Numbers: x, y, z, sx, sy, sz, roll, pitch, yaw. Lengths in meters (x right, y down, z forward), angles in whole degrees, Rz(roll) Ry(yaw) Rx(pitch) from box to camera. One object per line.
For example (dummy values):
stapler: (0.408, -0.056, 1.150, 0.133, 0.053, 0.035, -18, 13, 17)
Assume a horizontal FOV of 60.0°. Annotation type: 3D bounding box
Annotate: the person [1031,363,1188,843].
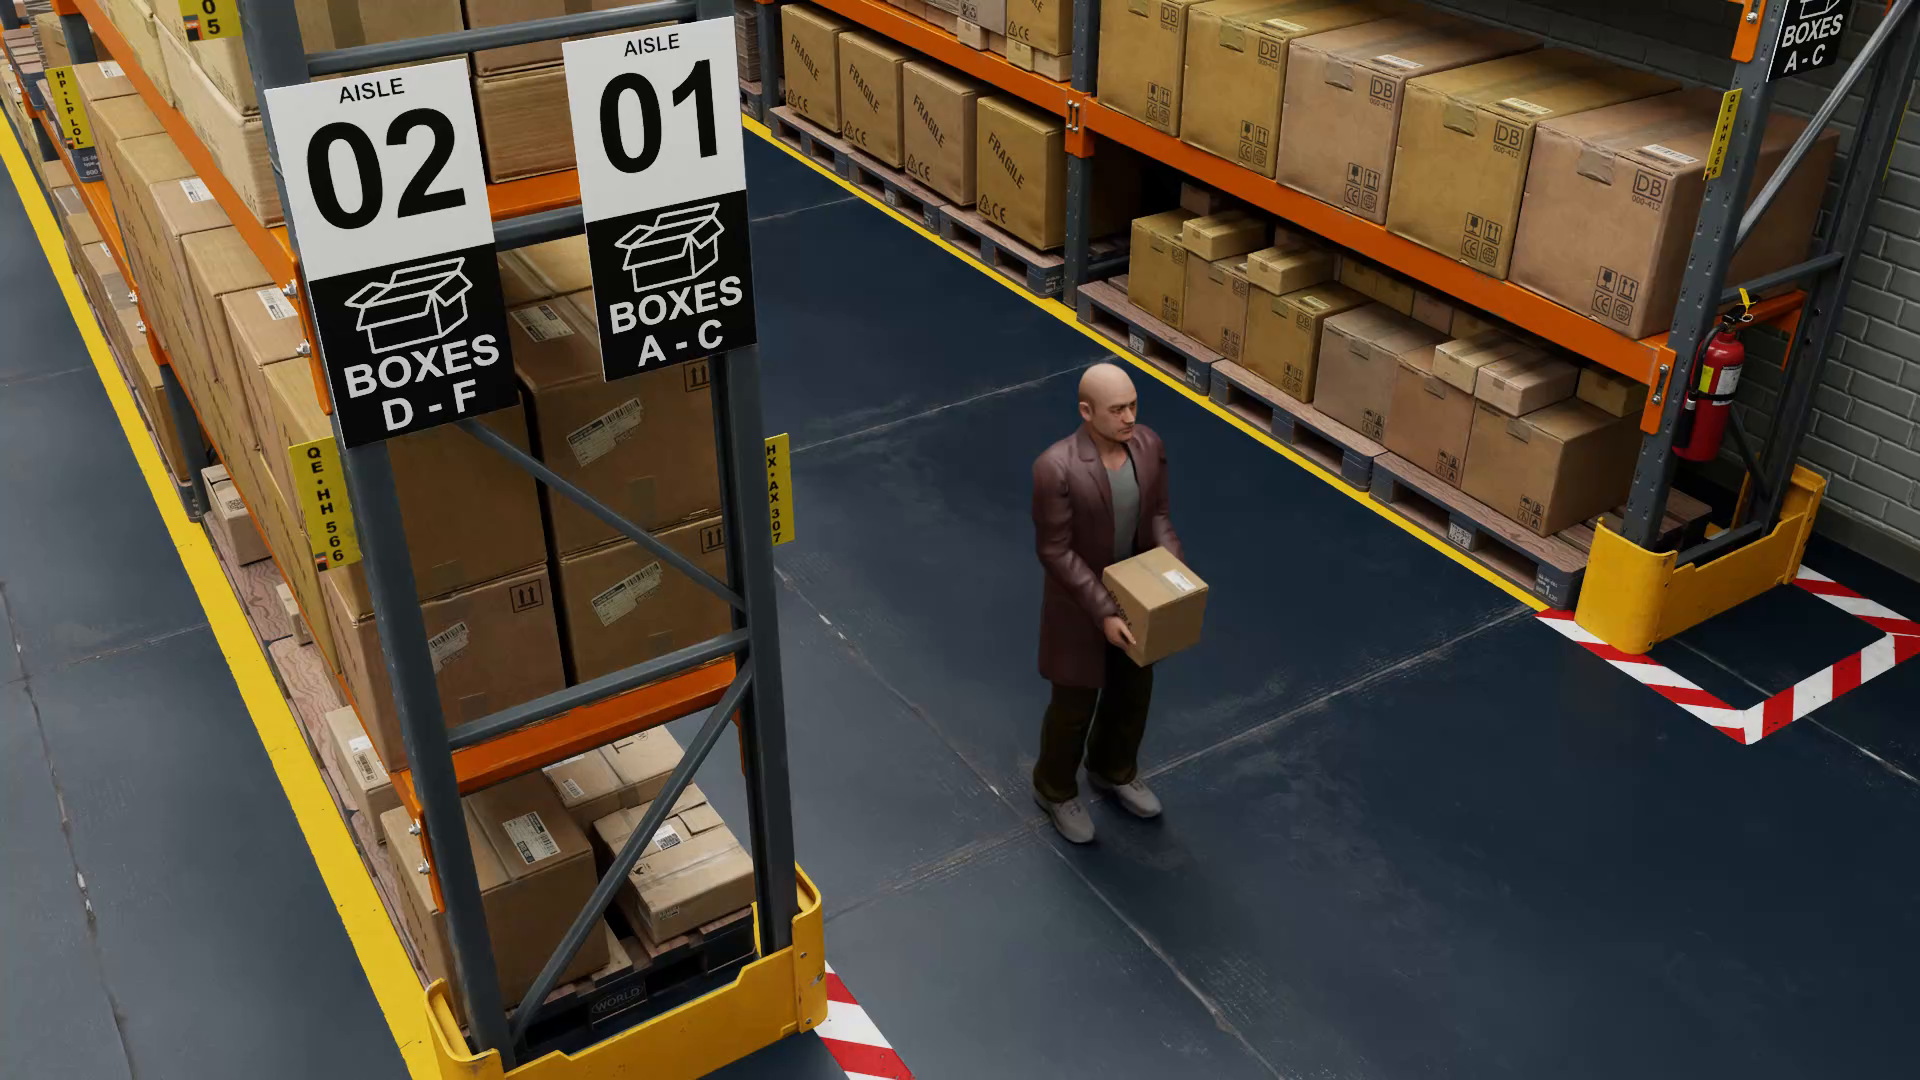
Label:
person: (0.542, 0.260, 5.732, 0.548, 1.780, 0.535, -19, 37, -28)
